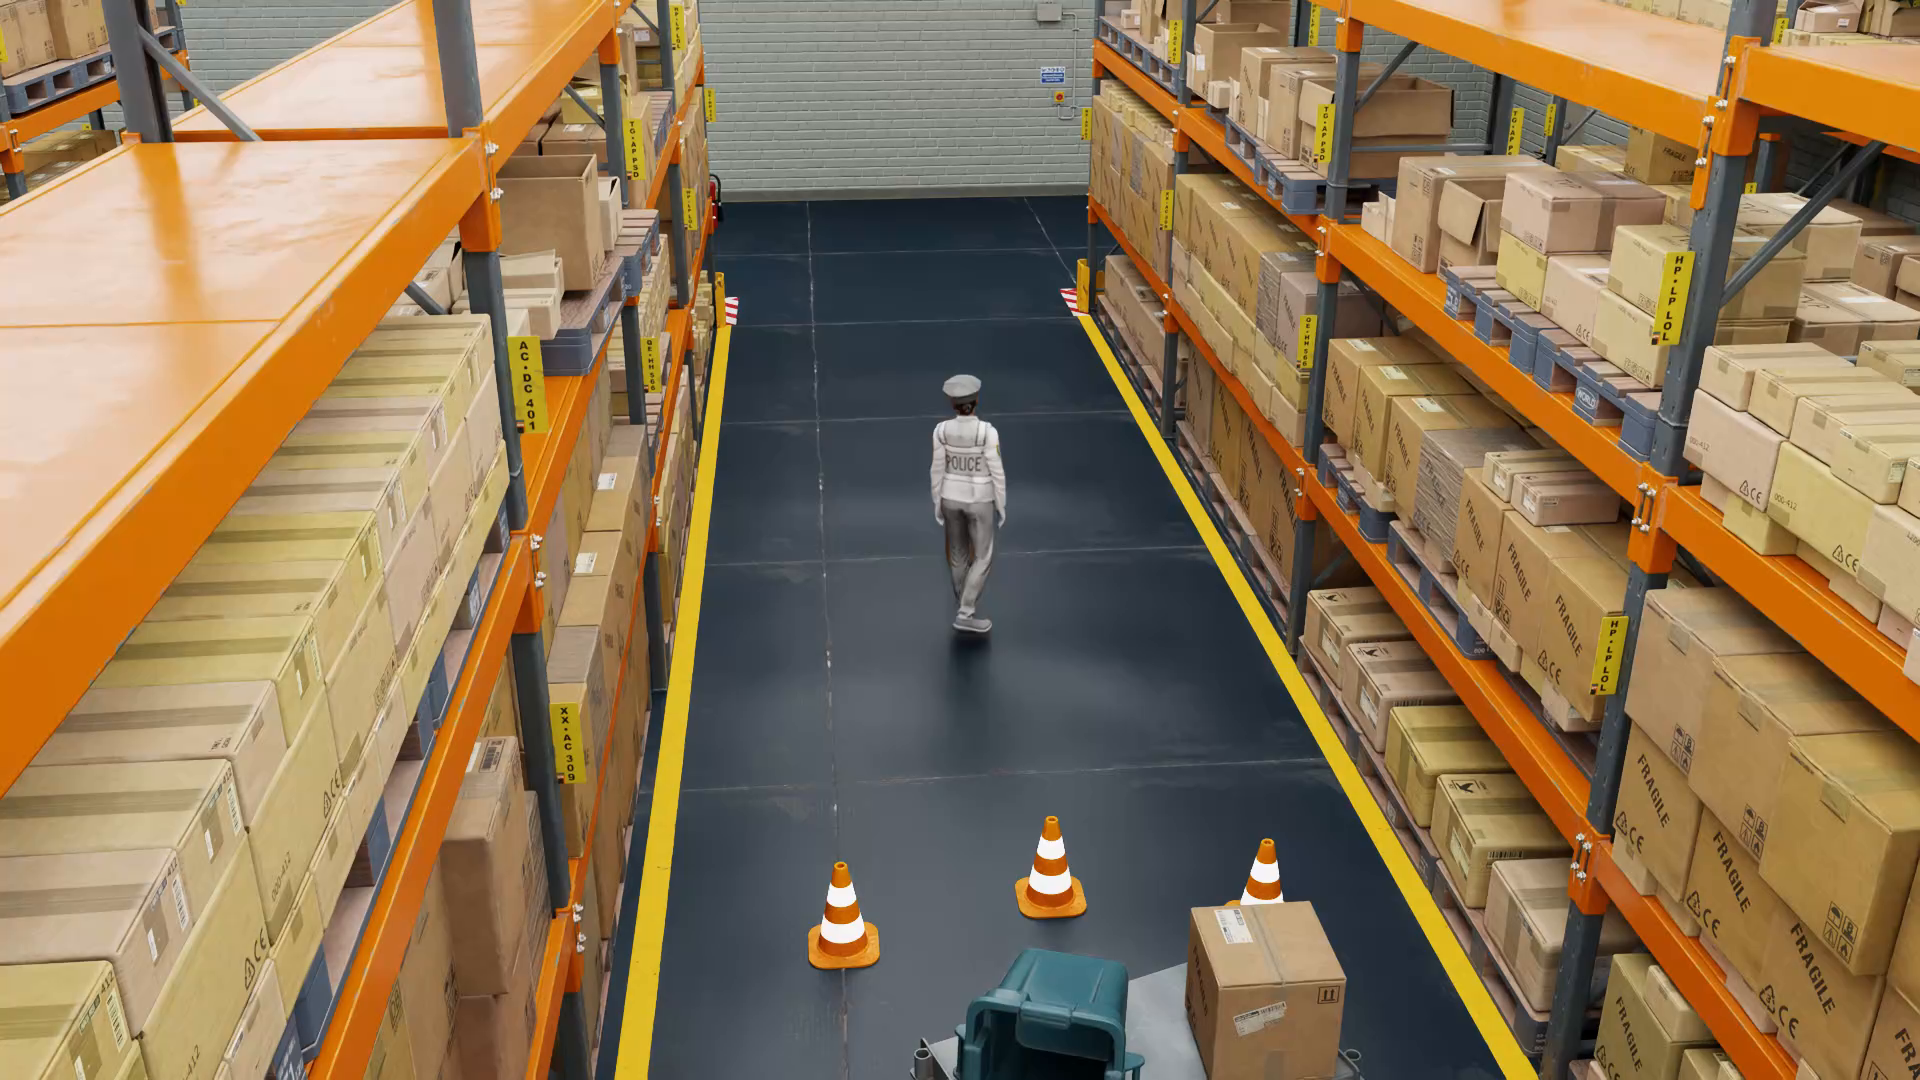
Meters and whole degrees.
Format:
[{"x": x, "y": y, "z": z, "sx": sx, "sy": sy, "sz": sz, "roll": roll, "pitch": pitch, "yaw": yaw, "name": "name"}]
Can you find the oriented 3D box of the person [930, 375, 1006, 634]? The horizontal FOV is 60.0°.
[{"x": 0.031, "y": -0.206, "z": 10.748, "sx": 0.501, "sy": 1.665, "sz": 0.653, "roll": 9, "pitch": 25, "yaw": 20, "name": "person"}]
